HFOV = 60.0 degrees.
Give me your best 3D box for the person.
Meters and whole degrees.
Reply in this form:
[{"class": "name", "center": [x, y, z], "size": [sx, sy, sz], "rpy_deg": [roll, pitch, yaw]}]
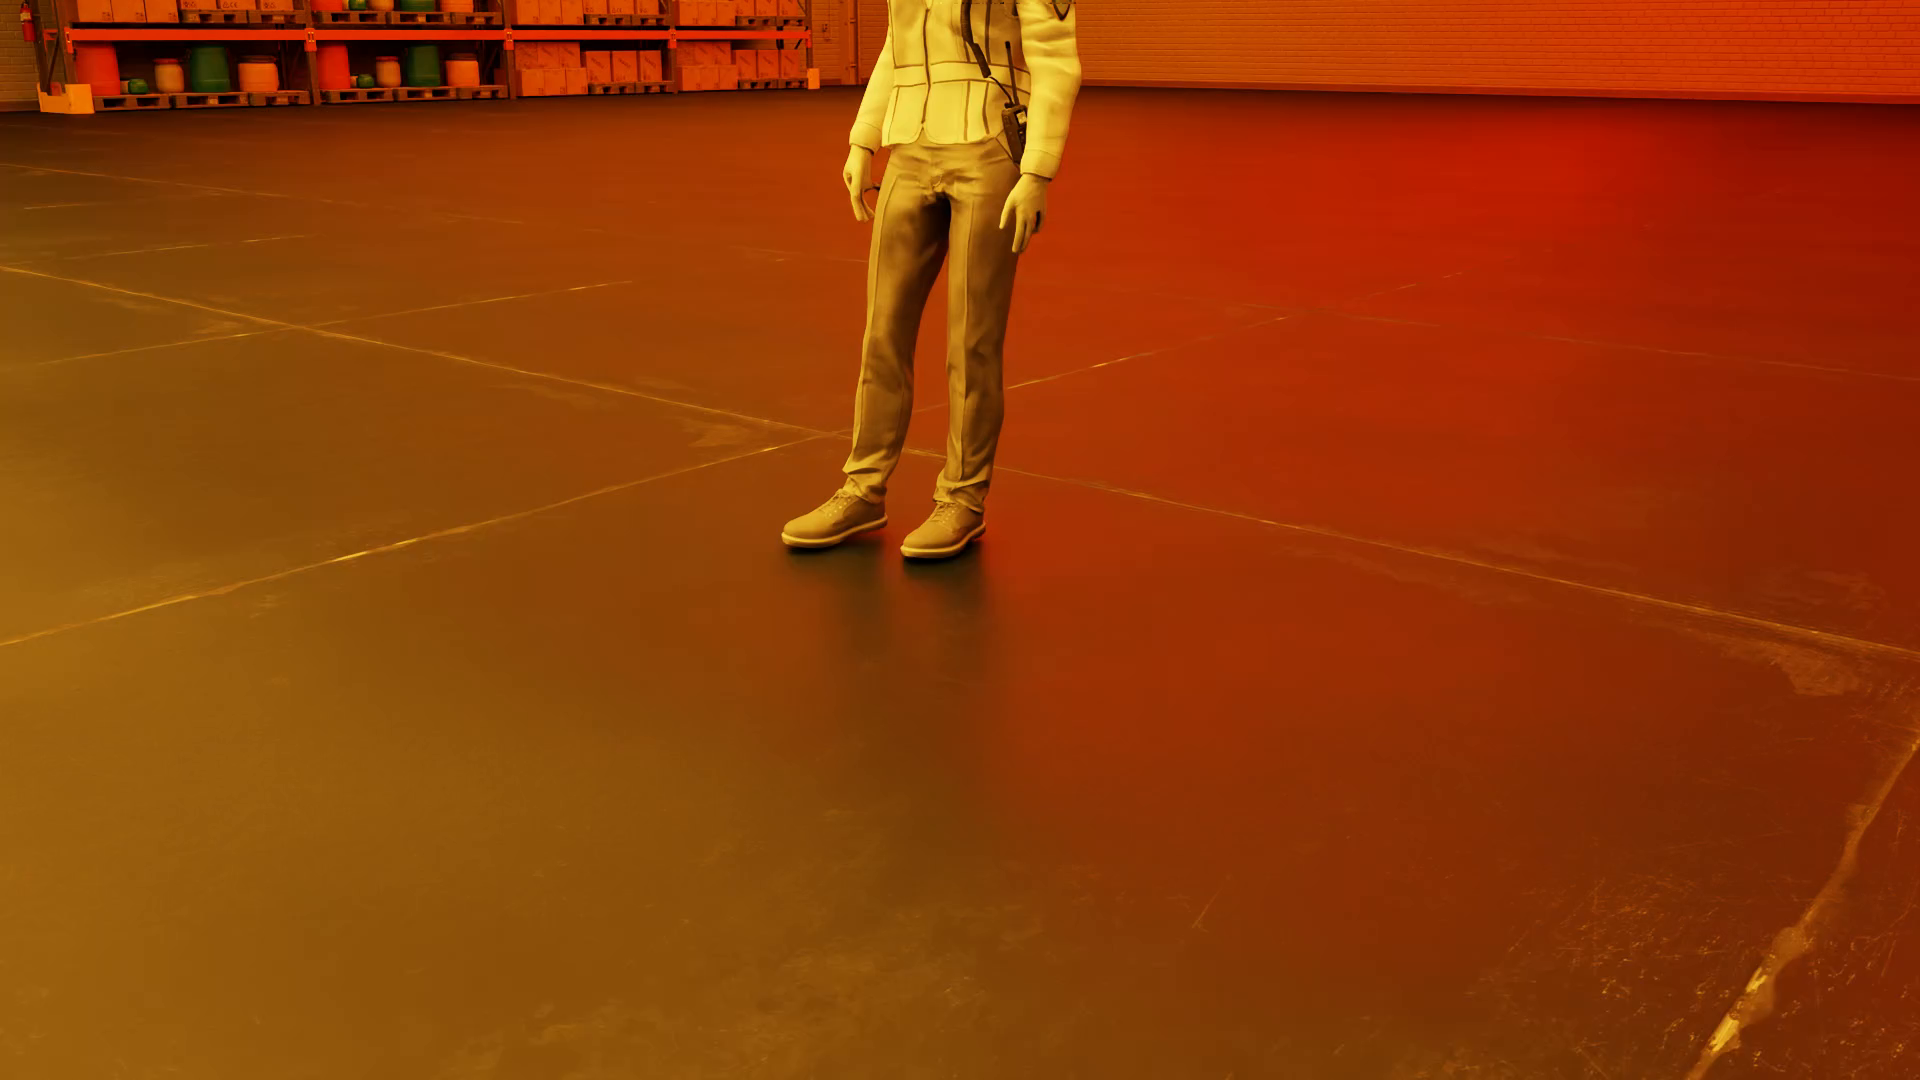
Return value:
[{"class": "person", "center": [-0.048, -0.804, 3.648], "size": [0.588, 1.696, 0.533], "rpy_deg": [13, 21, 37]}]
